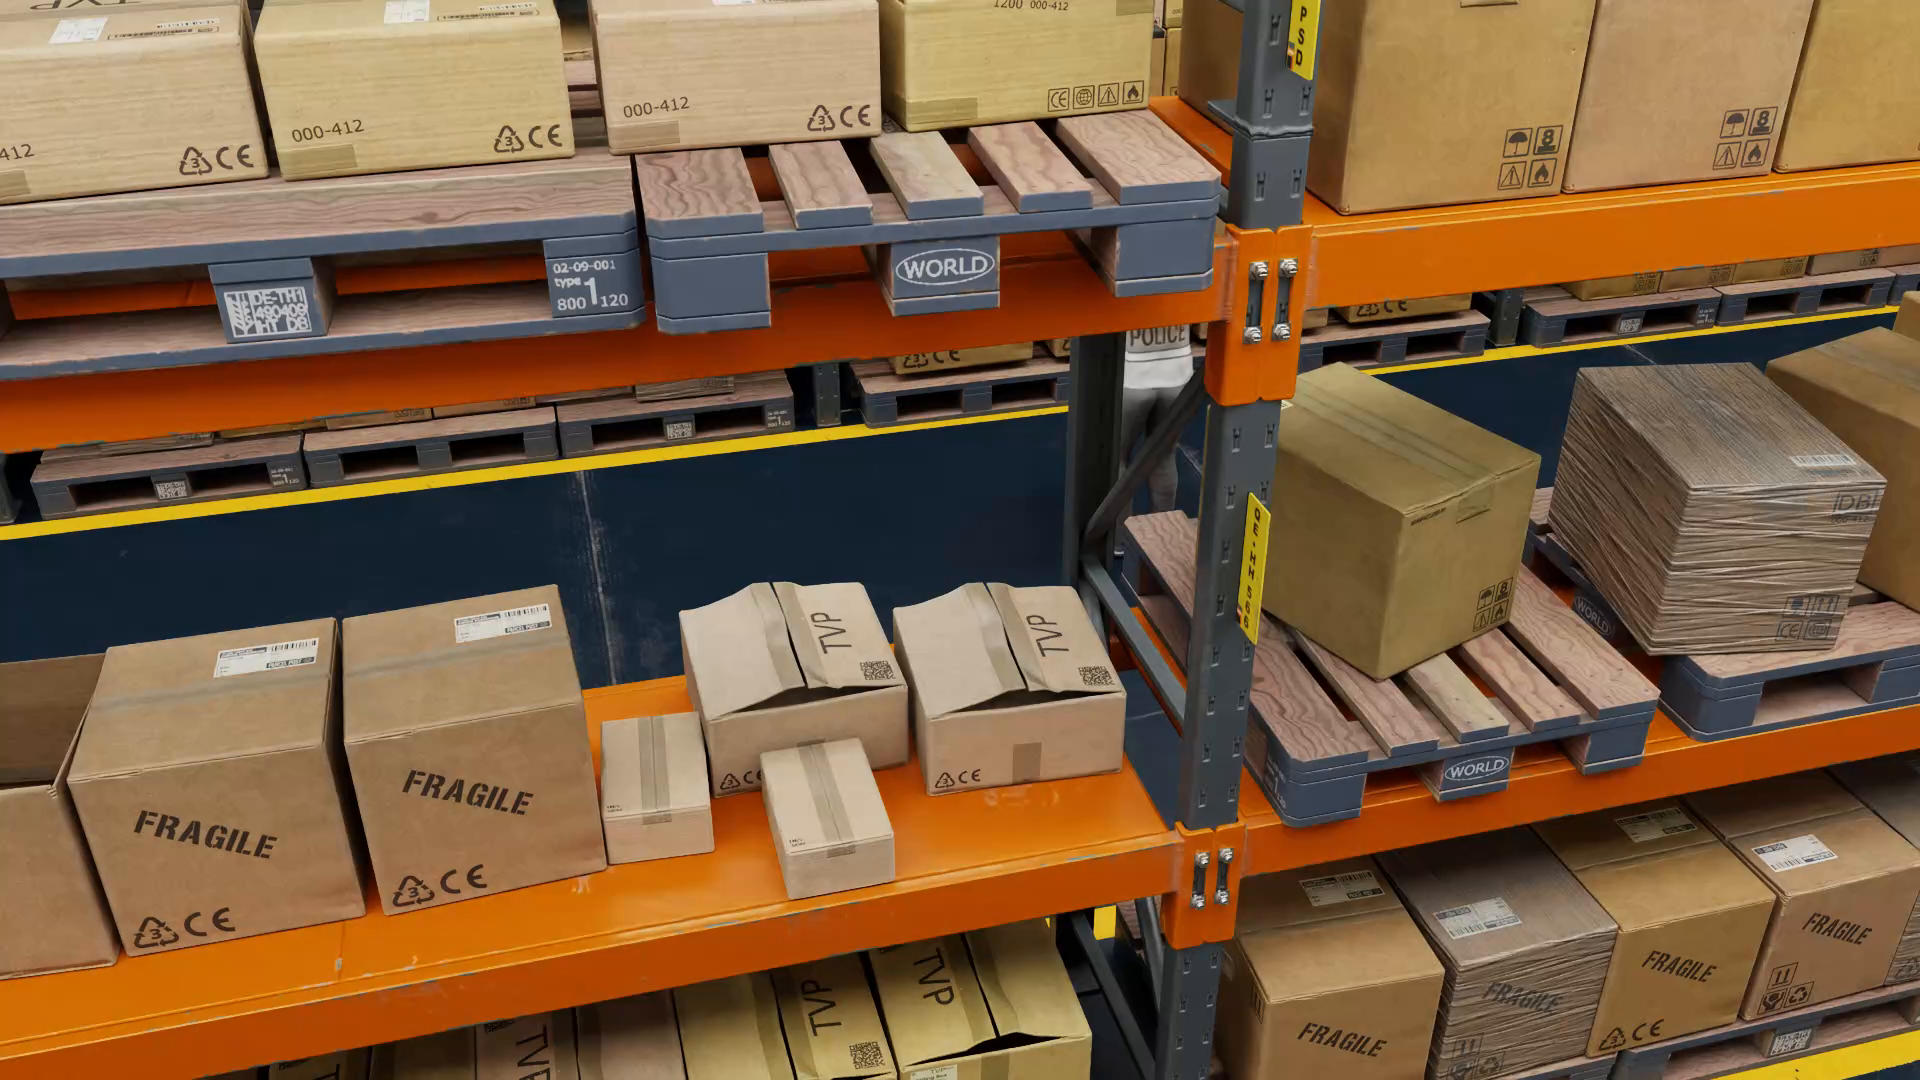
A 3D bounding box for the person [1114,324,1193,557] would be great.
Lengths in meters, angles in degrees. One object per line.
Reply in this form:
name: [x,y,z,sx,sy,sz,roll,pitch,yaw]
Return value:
person: [0.786,-0.715,7.332,0.424,1.687,0.521,-8,31,-14]
